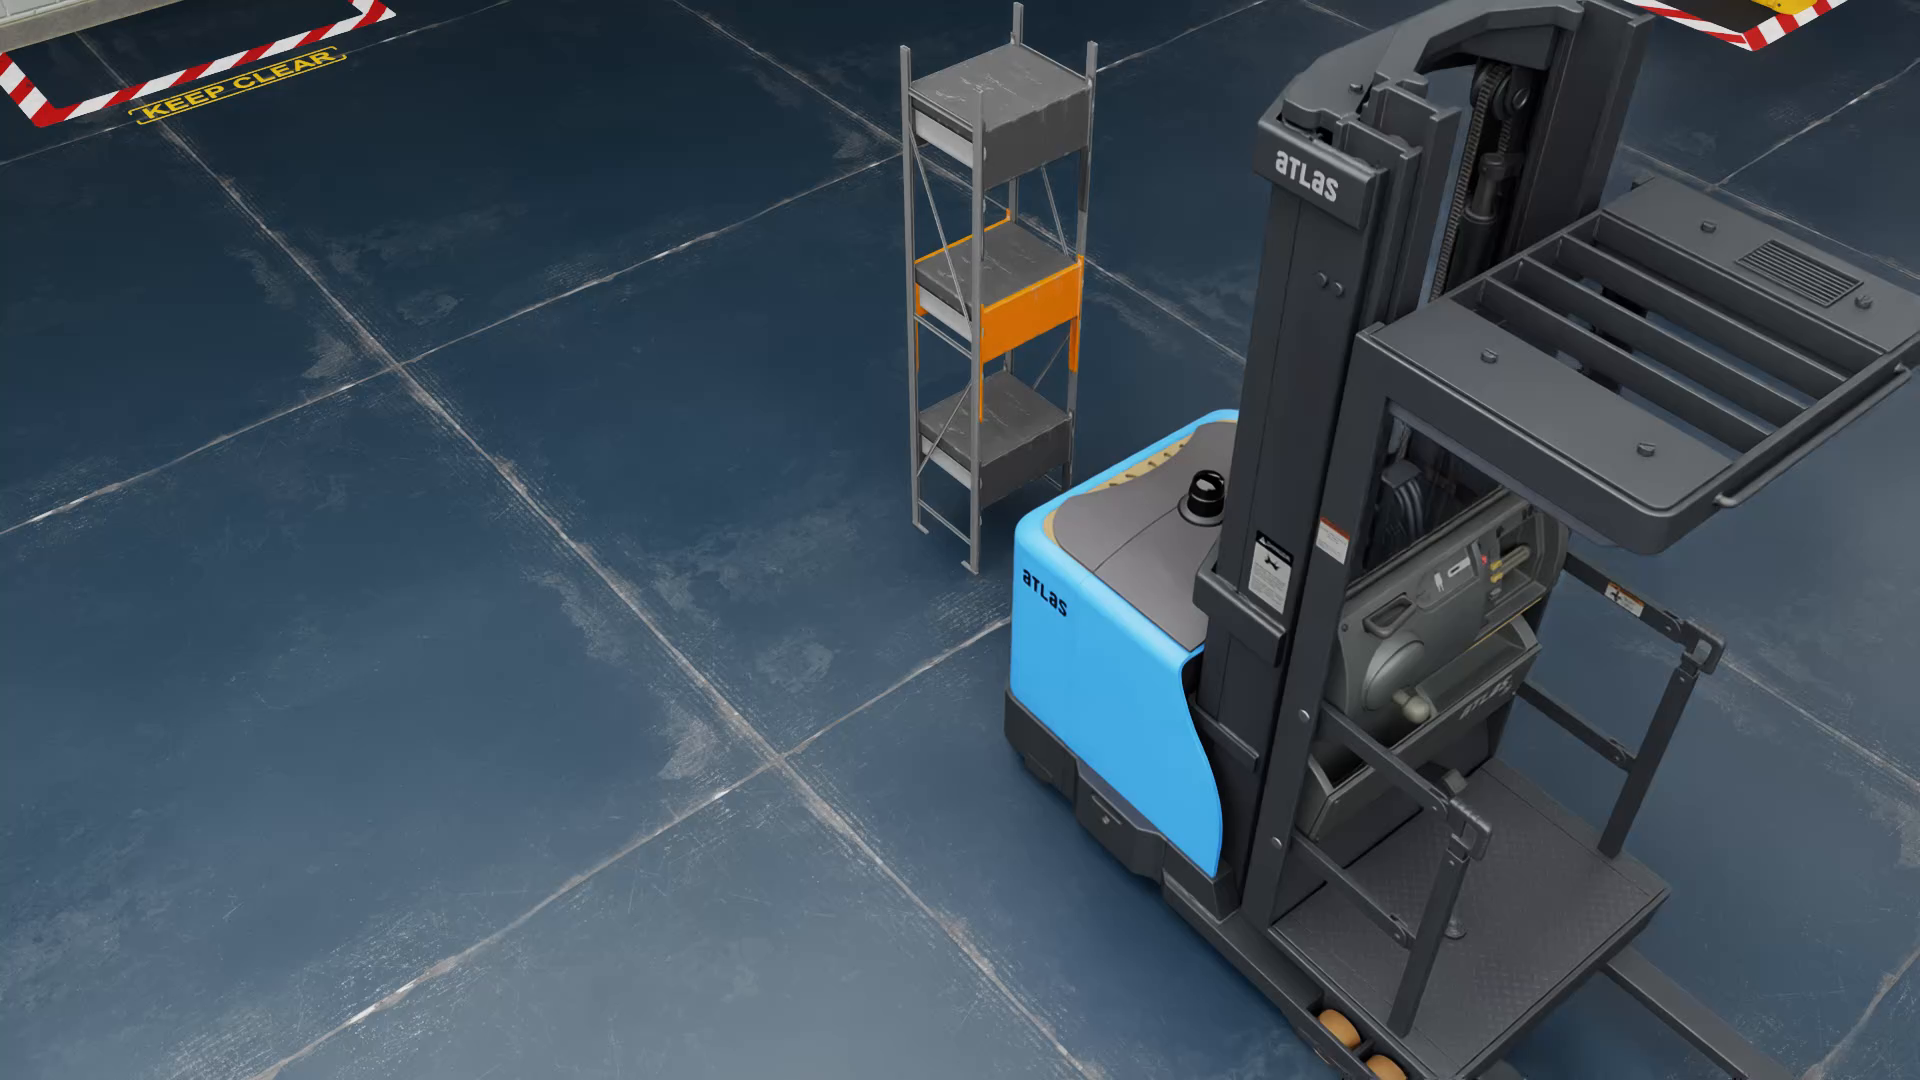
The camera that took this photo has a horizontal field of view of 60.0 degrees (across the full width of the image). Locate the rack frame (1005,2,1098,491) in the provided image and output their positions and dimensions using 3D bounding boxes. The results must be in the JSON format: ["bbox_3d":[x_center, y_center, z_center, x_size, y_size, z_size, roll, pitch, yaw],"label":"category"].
[{"bbox_3d":[0.314,-0.945,6.223,0.015,2.100,0.400,-30,51,-28],"label":"rack frame"}]

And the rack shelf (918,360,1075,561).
[{"bbox_3d":[0.127,-0.318,6.597,0.480,0.518,0.431,-30,51,-28],"label":"rack shelf"}]

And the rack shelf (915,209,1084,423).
[{"bbox_3d":[0.127,-0.828,6.118,0.480,0.518,0.431,-30,51,-28],"label":"rack shelf"}]

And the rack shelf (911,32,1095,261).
[{"bbox_3d":[0.127,-1.338,5.639,0.480,0.518,0.431,-30,51,-28],"label":"rack shelf"}]

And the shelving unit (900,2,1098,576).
[{"bbox_3d":[0.127,-0.838,6.109,0.503,2.100,0.431,-30,51,-28],"label":"shelving unit"}]

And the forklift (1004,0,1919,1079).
[{"bbox_3d":[1.468,0.236,4.358,1.130,2.935,3.031,-29,50,-27],"label":"forklift"}]

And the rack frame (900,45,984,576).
[{"bbox_3d":[-0.060,-0.731,5.994,0.015,2.100,0.400,-30,51,-28],"label":"rack frame"}]

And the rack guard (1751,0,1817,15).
[{"bbox_3d":[4.832,-3.758,10.387,0.348,0.500,1.175,-30,51,-28],"label":"rack guard"}]
